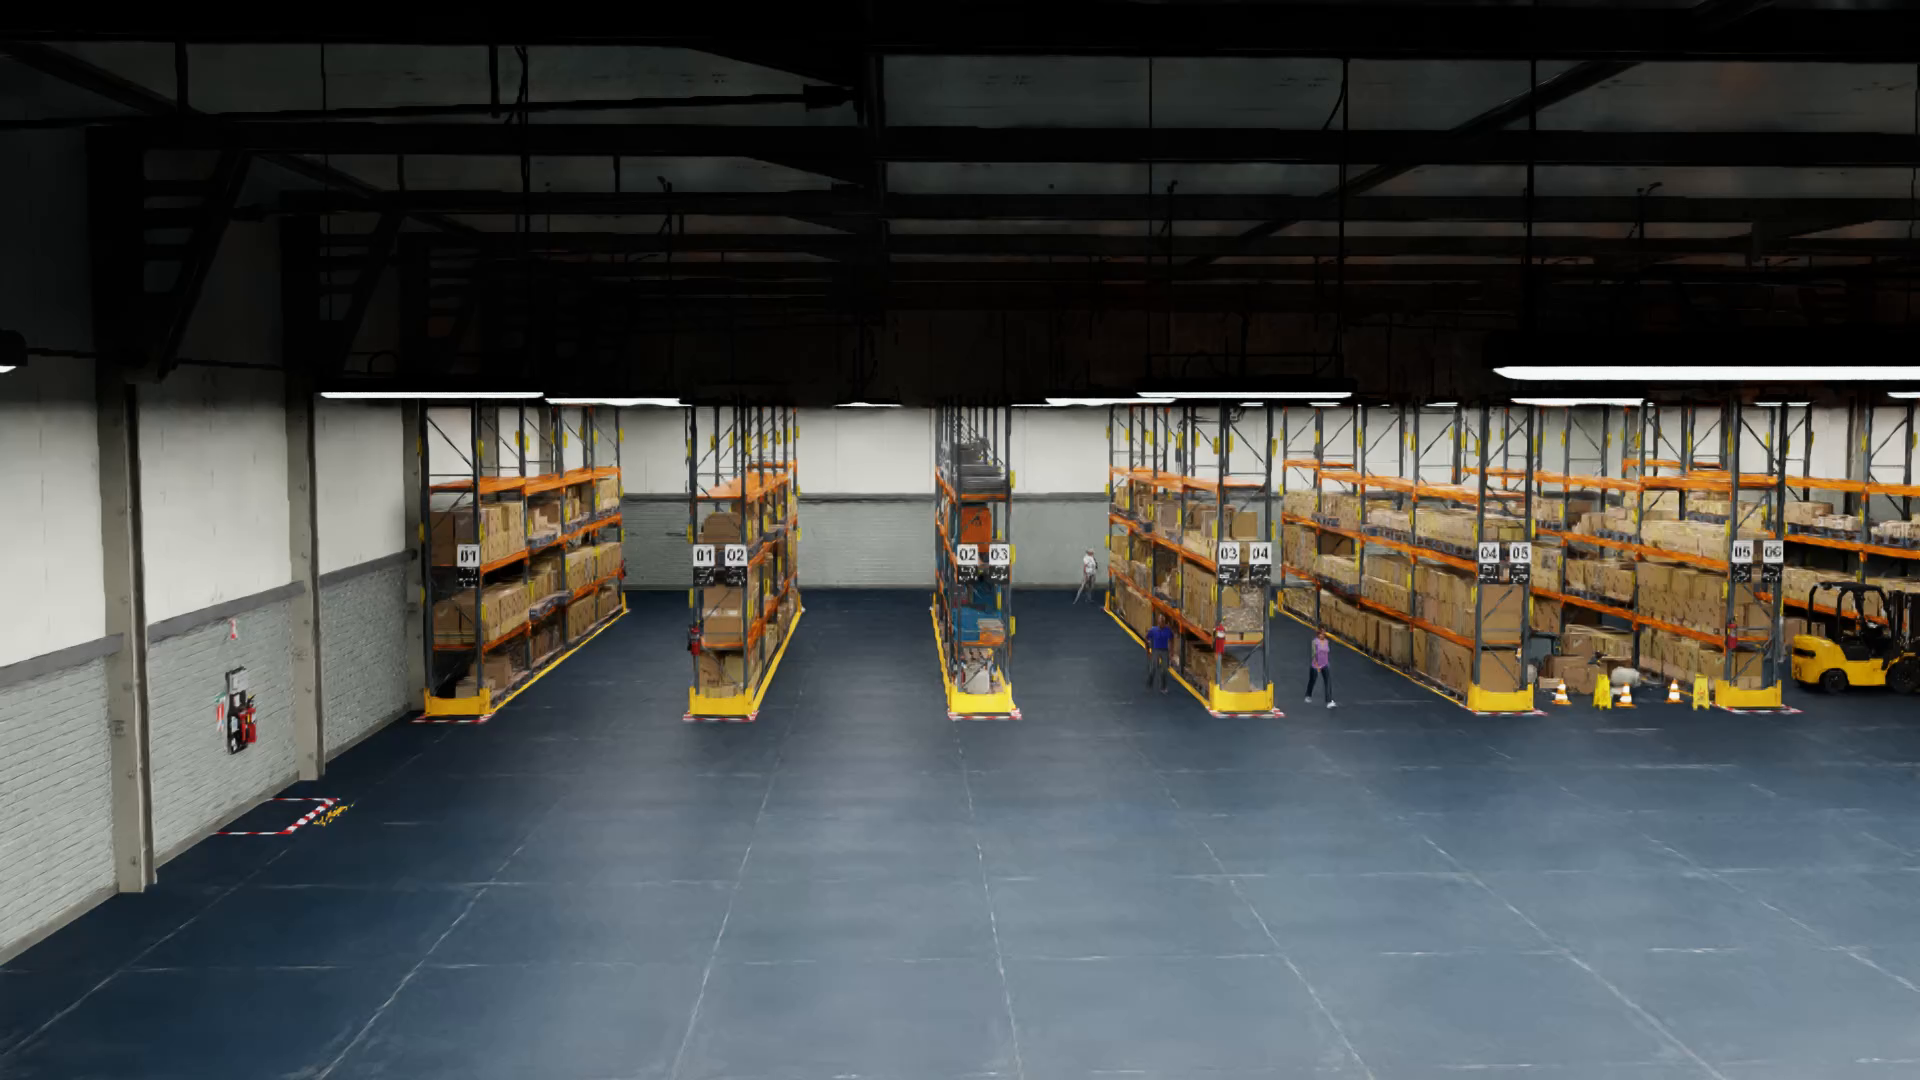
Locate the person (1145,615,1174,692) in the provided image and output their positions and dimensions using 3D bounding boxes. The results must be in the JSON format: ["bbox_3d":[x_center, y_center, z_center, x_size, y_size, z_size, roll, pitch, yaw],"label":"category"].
[{"bbox_3d":[4.026,2.289,33.563,0.592,1.604,0.513,0,5,-4],"label":"person"}]

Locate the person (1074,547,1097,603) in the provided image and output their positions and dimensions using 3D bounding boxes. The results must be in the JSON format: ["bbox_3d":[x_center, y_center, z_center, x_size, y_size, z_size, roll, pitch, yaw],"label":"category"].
[{"bbox_3d":[3.702,1.030,49.201,0.499,1.664,0.675,4,6,42],"label":"person"}]

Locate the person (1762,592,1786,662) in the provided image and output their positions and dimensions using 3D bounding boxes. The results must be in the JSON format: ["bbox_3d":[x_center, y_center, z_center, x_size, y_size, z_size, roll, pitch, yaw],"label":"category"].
[{"bbox_3d":[18.464,1.916,37.718,0.551,1.648,0.573,2,5,23],"label":"person"}]

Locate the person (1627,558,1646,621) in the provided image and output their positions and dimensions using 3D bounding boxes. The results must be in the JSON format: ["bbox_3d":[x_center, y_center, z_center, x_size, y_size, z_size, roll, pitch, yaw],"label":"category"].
[{"bbox_3d":[18.200,1.318,44.472,0.605,1.775,0.657,1,5,12],"label":"person"}]

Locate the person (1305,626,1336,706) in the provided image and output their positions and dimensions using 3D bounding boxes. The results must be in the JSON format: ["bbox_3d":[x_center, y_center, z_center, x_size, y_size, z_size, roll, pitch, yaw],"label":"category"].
[{"bbox_3d":[6.940,2.417,32.108,0.412,1.533,0.955,-1,5,-10],"label":"person"}]
